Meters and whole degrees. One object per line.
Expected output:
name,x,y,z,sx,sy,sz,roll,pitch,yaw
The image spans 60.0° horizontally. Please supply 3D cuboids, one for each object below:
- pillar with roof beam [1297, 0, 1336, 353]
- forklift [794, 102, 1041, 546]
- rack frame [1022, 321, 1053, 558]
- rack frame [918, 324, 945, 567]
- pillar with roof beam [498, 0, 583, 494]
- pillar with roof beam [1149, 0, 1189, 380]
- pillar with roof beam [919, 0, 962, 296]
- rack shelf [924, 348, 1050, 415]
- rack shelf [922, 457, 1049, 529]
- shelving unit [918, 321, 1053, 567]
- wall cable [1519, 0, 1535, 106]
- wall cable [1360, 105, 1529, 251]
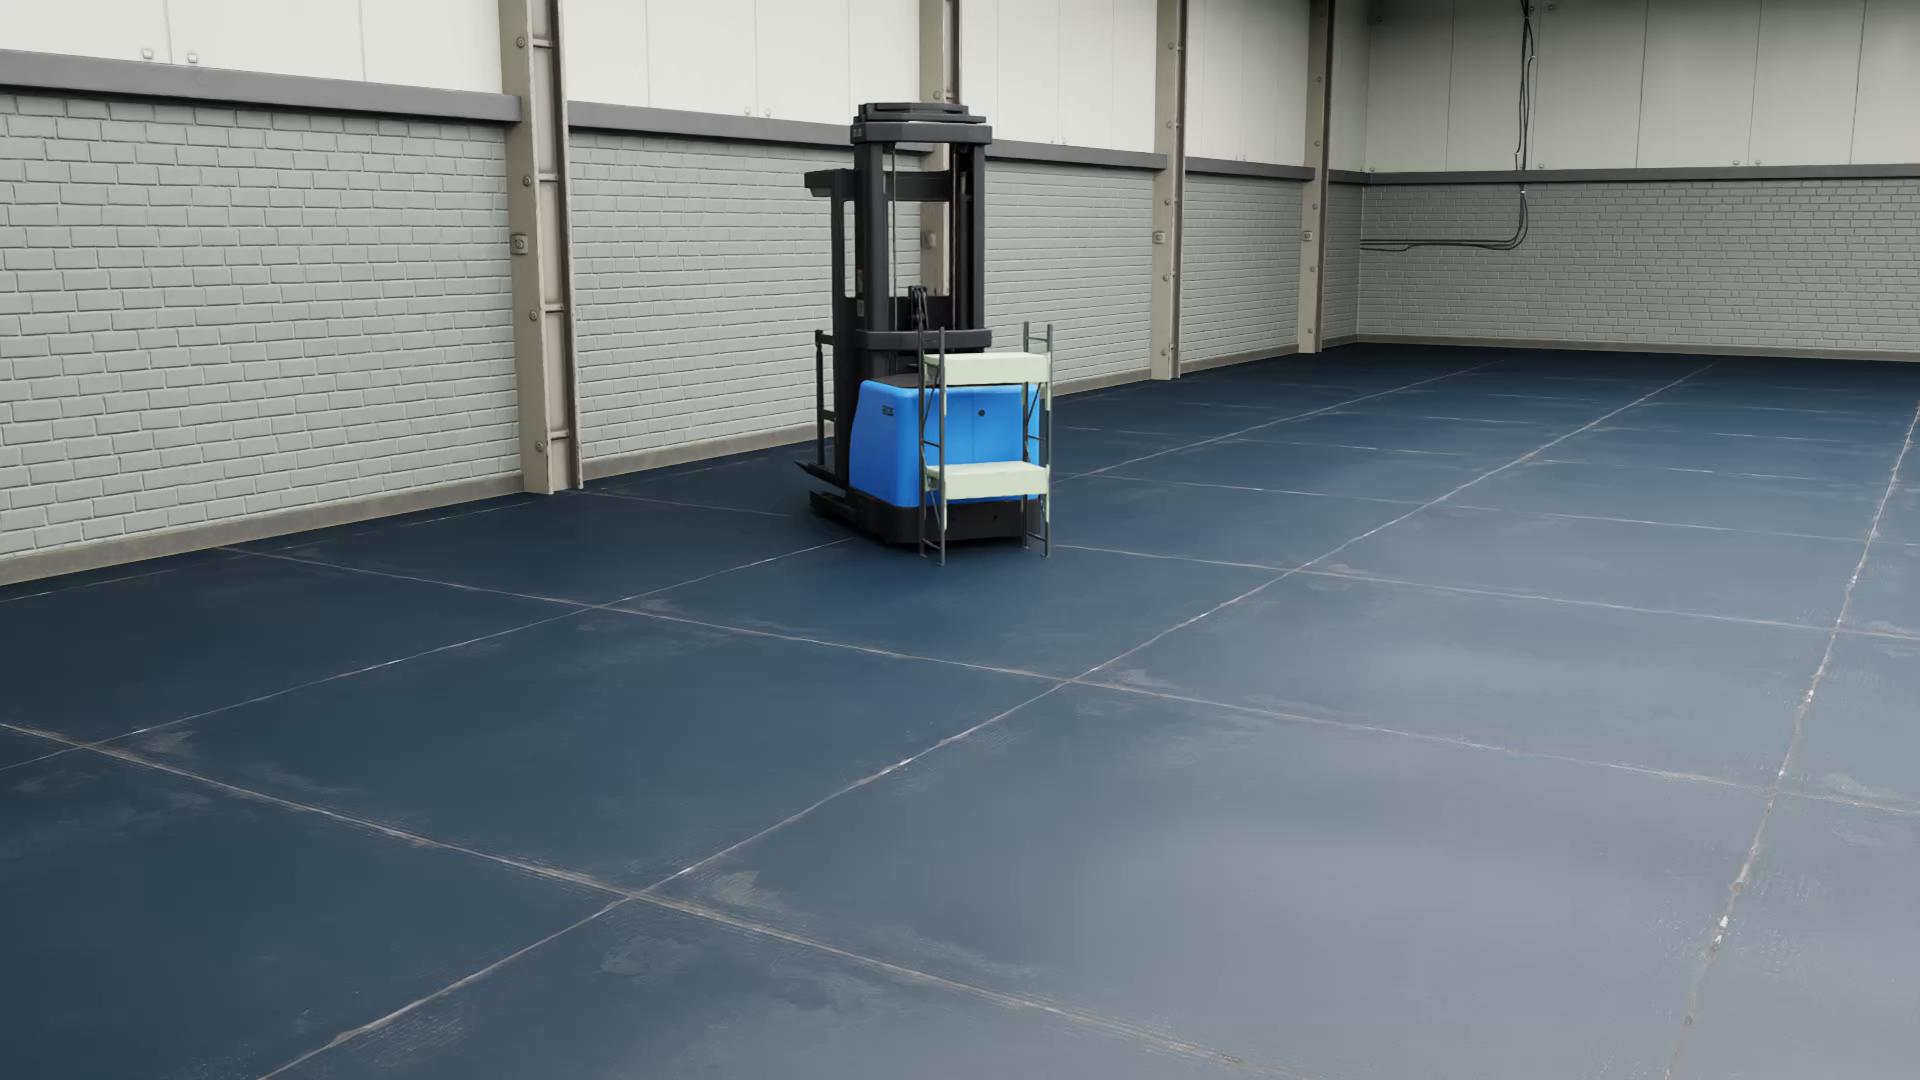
pillar with roof beam,9.703,-7.254,25.661,9.100,9.000,0.400,6,12,31
forklift,-0.476,-1.635,12.135,1.130,2.935,3.031,-4,11,-22
rack frame,0.499,-0.654,10.787,0.023,1.500,0.400,-4,11,-22
rack frame,-0.180,-0.604,10.517,0.023,1.500,0.400,-4,11,-22
pillar with roof beam,0.357,-4.423,10.540,9.100,9.000,0.400,6,12,31
pillar with roof beam,6.588,-6.310,20.621,9.100,9.000,0.400,6,12,31
pillar with roof beam,3.473,-5.367,15.580,9.100,9.000,0.400,6,12,31
rack shelf,0.160,-1.012,10.580,0.720,0.370,0.431,-4,11,-22
rack shelf,0.160,-0.308,10.712,0.720,0.370,0.431,-4,11,-22
shelving unit,0.160,-0.629,10.652,0.755,1.500,0.431,-4,11,-22
wall cable,10.995,-8.700,28.099,3.097,2.526,0.112,6,12,31
wall cable,8.683,-6.476,29.944,3.097,2.526,0.112,6,12,31
